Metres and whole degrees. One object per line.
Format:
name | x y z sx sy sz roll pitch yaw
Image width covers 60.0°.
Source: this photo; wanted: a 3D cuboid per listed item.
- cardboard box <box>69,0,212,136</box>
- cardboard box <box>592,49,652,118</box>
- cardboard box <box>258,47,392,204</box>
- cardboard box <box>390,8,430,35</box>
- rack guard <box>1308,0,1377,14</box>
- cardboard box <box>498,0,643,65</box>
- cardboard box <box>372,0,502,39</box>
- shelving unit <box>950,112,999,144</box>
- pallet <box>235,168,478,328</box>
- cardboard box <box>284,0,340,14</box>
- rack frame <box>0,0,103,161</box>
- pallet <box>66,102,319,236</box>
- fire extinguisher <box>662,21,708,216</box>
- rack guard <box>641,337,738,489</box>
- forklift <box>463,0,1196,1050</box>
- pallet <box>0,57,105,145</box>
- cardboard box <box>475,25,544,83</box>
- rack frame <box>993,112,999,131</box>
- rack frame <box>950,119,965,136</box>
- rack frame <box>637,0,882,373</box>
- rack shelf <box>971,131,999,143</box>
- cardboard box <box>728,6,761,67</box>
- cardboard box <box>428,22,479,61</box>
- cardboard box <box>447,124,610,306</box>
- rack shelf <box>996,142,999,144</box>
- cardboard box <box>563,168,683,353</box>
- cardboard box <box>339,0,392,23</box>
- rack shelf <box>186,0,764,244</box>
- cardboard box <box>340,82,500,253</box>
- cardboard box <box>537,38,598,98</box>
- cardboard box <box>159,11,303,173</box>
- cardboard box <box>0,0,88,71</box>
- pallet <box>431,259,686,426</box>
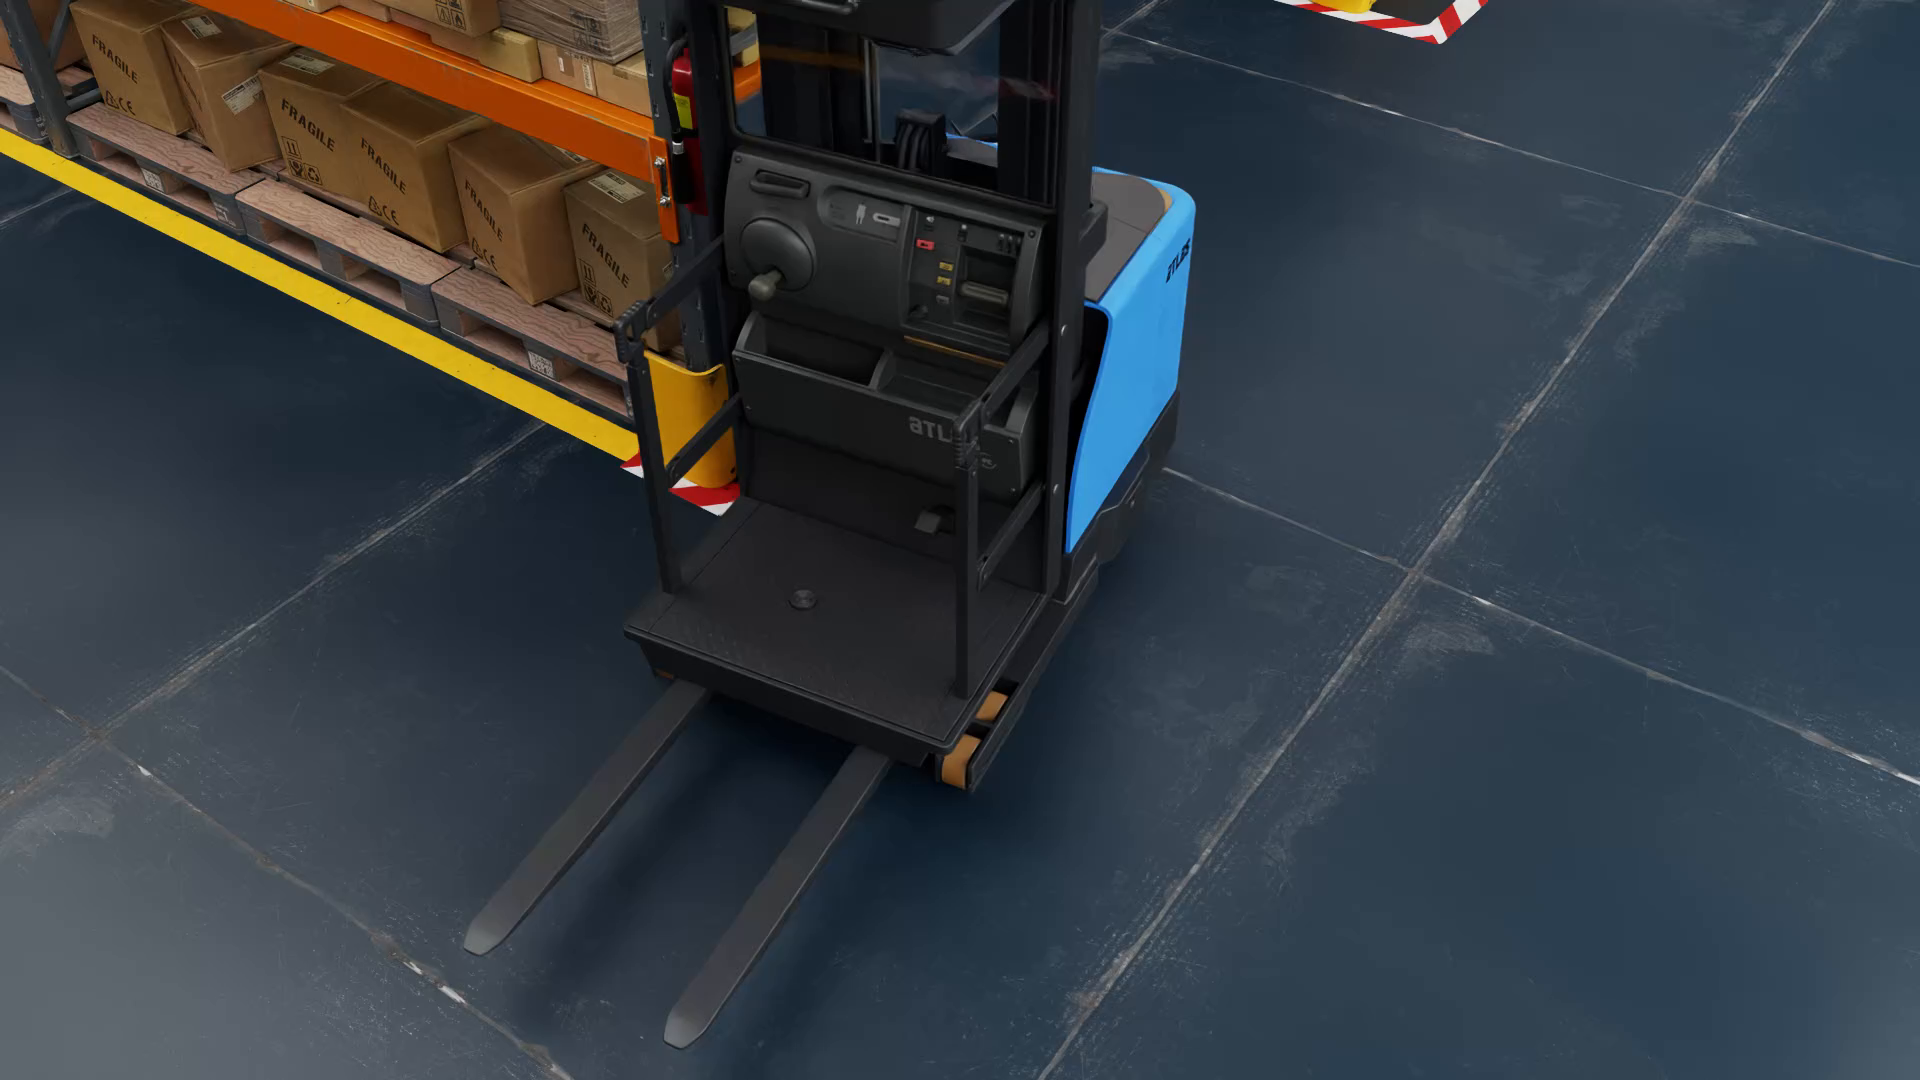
cardboard box | -3.586 -2.222 7.543 0.500 0.500 0.500 24 47 24
cardboard box | -0.967 -1.543 5.413 0.250 0.149 0.380 25 48 25
cardboard box | -2.559 -1.812 7.085 0.500 0.500 0.500 21 46 22
cardboard box | -1.782 -1.929 5.845 0.250 0.149 0.380 25 48 25
rack guard | 2.335 -3.369 9.140 0.348 0.500 1.175 25 48 25
cardboard box | -1.050 -2.014 5.453 0.500 0.500 0.875 25 48 25
cardboard box | -1.528 -2.140 5.594 0.500 0.500 0.875 25 48 25
shelving unit | 0.215 -1.542 7.252 0.210 0.258 0.900 -14 44 -15
pallet | -2.317 -1.428 7.187 1.213 0.211 1.003 25 48 25
cardboard box | -2.255 -2.060 5.991 0.250 0.149 0.380 25 48 25
rack frame | -3.890 -3.172 7.045 0.127 3.000 1.000 25 48 25
pallet | -3.320 -1.895 7.709 1.213 0.211 1.003 25 48 25
fire extinguisher | -0.786 -1.316 5.029 0.183 0.674 0.296 25 48 25
rack guard | -0.677 -0.738 6.199 0.348 0.500 1.175 25 48 25
forklift | -0.313 -0.694 4.327 1.130 2.935 3.031 18 45 19
pallet | -4.528 -2.430 8.307 1.213 0.211 1.003 25 48 25
cardboard box | -1.406 -1.707 5.596 0.250 0.149 0.380 25 48 25
rack frame | 0.310 -1.566 7.279 0.006 0.240 0.900 -14 44 -15
rack frame | 0.120 -1.518 7.225 0.006 0.240 0.900 -14 44 -15
rack frame | -0.615 -1.640 5.333 0.127 3.000 1.000 25 48 25
rack shelf | 0.131 -1.689 7.417 0.200 0.258 0.077 -14 44 -15
cardboard box | -0.712 -1.786 5.685 0.250 0.149 0.380 25 48 25
cardboard box | -1.601 -1.811 5.713 0.250 0.149 0.380 25 48 25
cardboard box | -1.626 -1.323 6.539 0.500 0.500 0.500 -29 49 -28
rack shelf | 0.163 -1.633 7.355 0.200 0.258 0.077 -14 44 -15
cardboard box | -1.117 -1.113 6.304 0.500 0.500 0.500 -33 51 -31
cardboard box | -2.000 -2.013 5.938 0.250 0.149 0.380 25 48 25
rack shelf | -2.253 -2.138 6.429 4.000 0.370 1.077 25 48 25
cardboard box | -2.128 -1.574 6.819 0.500 0.500 0.500 30 50 29
cardboard box | -1.171 -1.639 5.521 0.250 0.149 0.380 25 48 25
cardboard box | -3.112 -2.006 7.303 0.500 0.500 0.500 -26 48 -26
cardboard box | -4.380 -2.651 8.008 0.500 0.500 0.700 22 46 22
pallet | -1.322 -0.960 6.665 1.213 0.211 1.003 25 48 25
